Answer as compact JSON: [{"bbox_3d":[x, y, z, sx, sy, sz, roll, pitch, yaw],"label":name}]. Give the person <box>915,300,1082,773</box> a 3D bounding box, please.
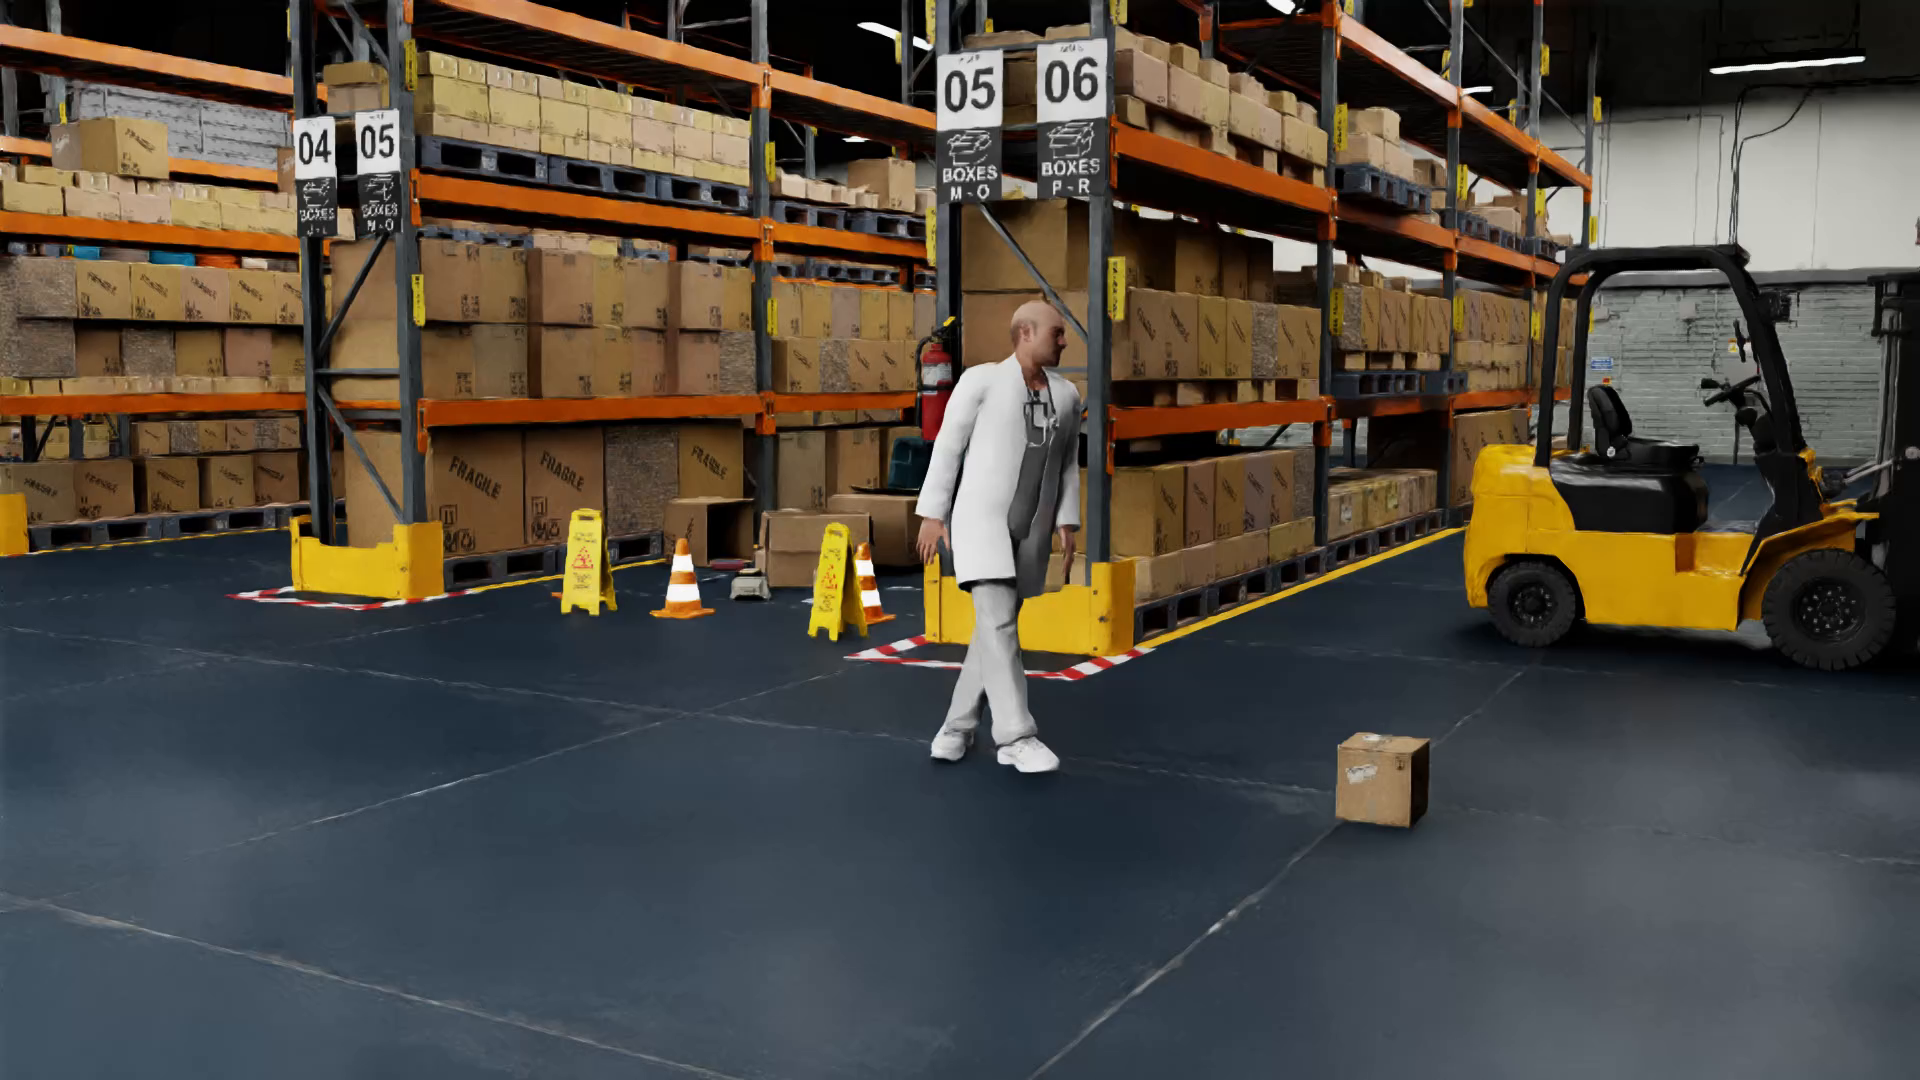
[{"bbox_3d":[0.235,-0.021,6.277,0.653,1.757,0.841,-3,7,-30],"label":"person"}]
